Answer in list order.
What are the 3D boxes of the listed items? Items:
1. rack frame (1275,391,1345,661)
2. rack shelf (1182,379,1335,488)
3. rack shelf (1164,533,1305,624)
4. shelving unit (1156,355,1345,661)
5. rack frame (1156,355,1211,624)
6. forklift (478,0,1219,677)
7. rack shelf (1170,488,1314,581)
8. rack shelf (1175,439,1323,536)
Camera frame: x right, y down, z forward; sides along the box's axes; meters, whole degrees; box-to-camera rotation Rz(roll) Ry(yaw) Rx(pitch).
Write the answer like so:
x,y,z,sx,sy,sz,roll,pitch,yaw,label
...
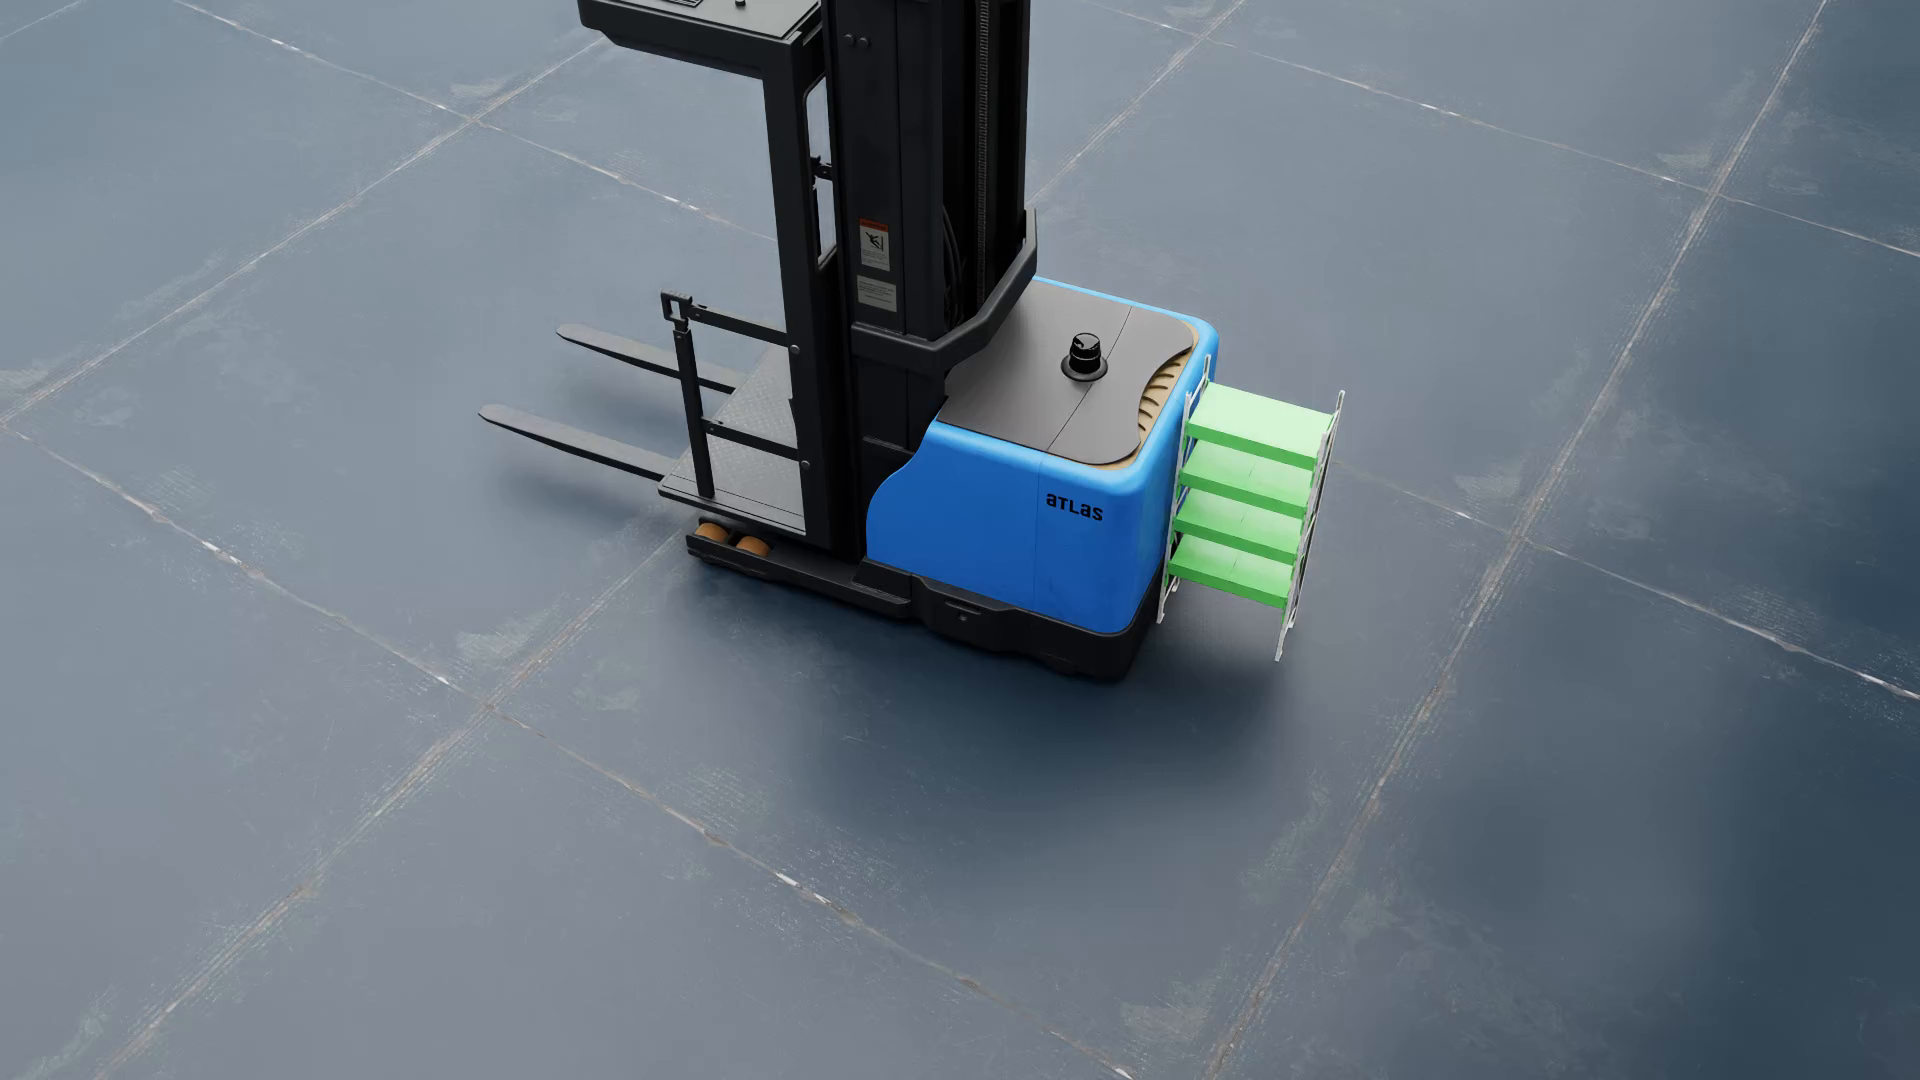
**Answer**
x,y,z,sx,sy,sz,roll,pitch,yaw,label
1.288,-0.023,6.157,0.015,1.200,0.240,18,48,16,rack frame
1.064,-0.383,5.928,0.480,0.148,0.258,18,48,16,rack shelf
1.064,0.118,6.444,0.480,0.148,0.258,18,48,16,rack shelf
1.064,-0.093,6.226,0.503,1.200,0.258,18,48,16,shelving unit
0.841,-0.164,6.295,0.015,1.200,0.240,18,48,16,rack frame
-0.570,-1.200,6.095,3.031,2.935,1.130,17,48,16,forklift
1.064,-0.049,6.272,0.480,0.148,0.258,18,48,16,rack shelf
1.064,-0.216,6.100,0.480,0.148,0.258,18,48,16,rack shelf
